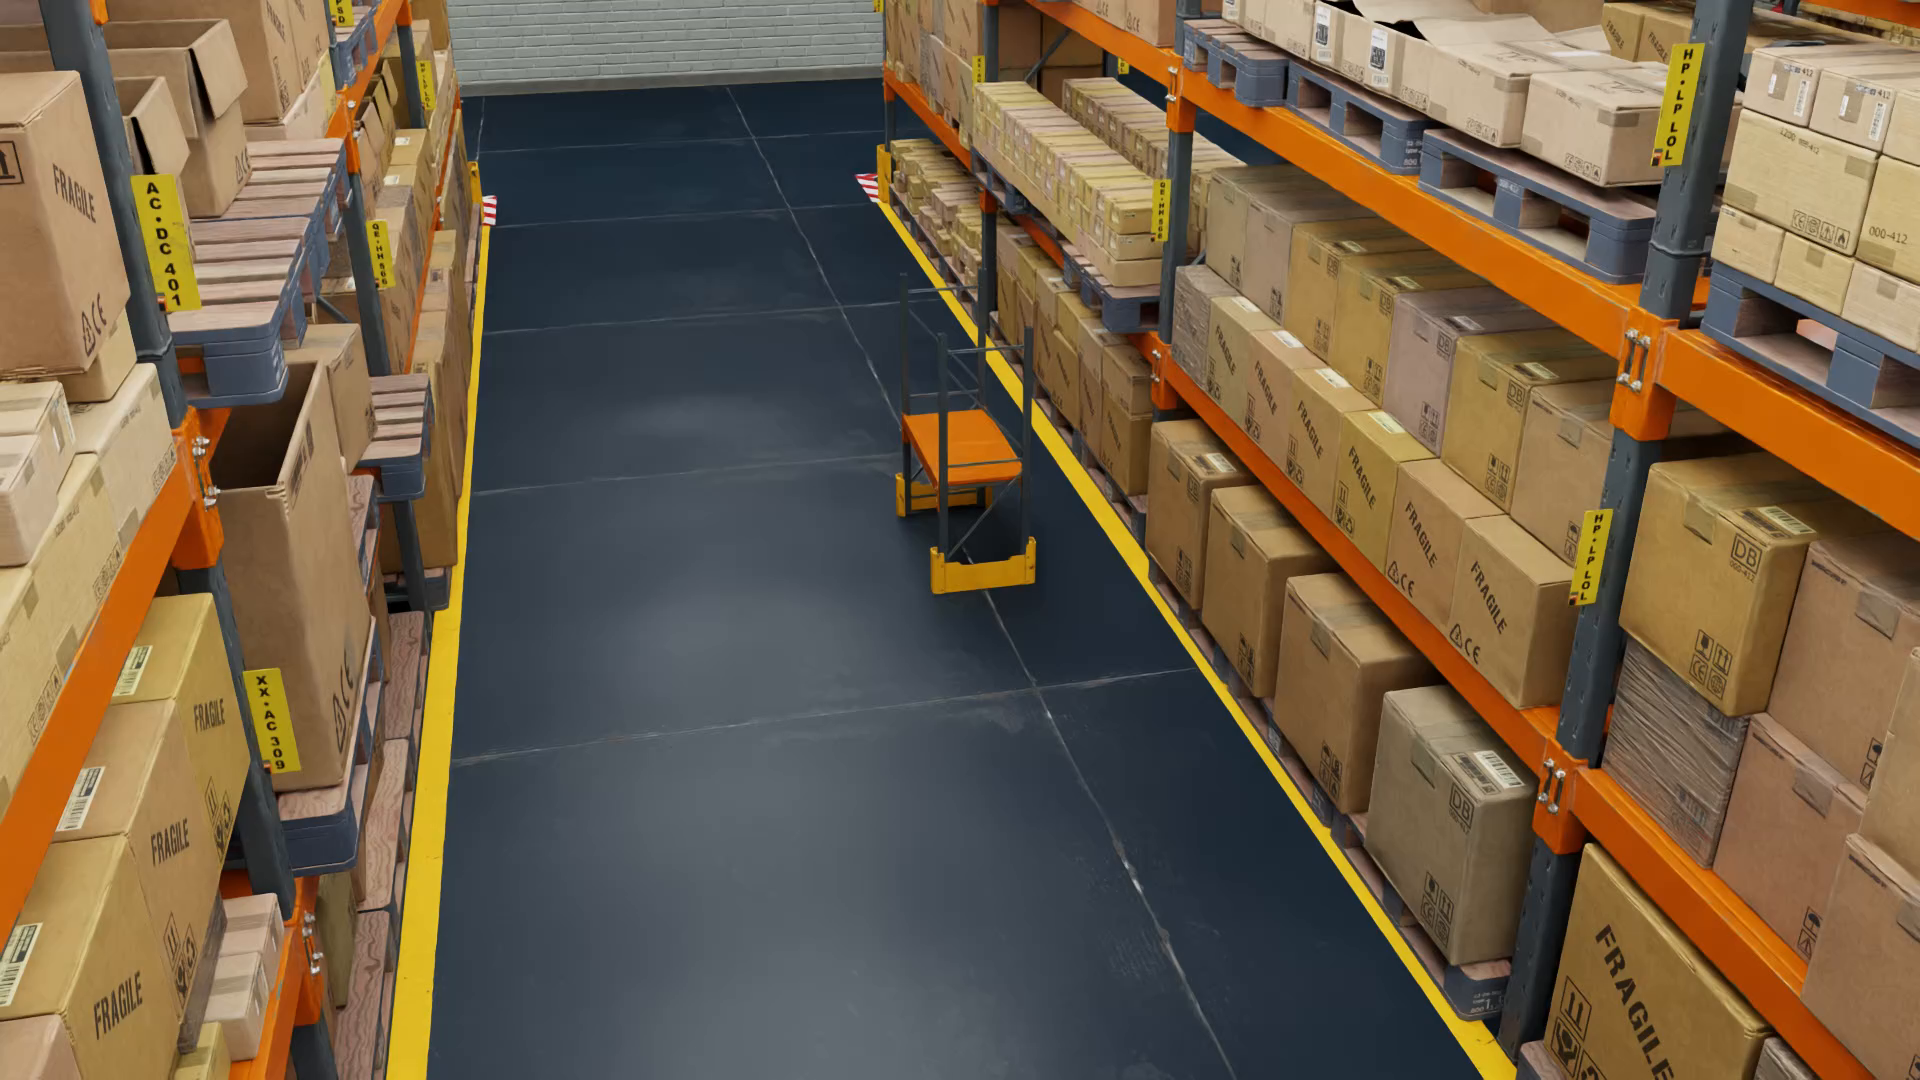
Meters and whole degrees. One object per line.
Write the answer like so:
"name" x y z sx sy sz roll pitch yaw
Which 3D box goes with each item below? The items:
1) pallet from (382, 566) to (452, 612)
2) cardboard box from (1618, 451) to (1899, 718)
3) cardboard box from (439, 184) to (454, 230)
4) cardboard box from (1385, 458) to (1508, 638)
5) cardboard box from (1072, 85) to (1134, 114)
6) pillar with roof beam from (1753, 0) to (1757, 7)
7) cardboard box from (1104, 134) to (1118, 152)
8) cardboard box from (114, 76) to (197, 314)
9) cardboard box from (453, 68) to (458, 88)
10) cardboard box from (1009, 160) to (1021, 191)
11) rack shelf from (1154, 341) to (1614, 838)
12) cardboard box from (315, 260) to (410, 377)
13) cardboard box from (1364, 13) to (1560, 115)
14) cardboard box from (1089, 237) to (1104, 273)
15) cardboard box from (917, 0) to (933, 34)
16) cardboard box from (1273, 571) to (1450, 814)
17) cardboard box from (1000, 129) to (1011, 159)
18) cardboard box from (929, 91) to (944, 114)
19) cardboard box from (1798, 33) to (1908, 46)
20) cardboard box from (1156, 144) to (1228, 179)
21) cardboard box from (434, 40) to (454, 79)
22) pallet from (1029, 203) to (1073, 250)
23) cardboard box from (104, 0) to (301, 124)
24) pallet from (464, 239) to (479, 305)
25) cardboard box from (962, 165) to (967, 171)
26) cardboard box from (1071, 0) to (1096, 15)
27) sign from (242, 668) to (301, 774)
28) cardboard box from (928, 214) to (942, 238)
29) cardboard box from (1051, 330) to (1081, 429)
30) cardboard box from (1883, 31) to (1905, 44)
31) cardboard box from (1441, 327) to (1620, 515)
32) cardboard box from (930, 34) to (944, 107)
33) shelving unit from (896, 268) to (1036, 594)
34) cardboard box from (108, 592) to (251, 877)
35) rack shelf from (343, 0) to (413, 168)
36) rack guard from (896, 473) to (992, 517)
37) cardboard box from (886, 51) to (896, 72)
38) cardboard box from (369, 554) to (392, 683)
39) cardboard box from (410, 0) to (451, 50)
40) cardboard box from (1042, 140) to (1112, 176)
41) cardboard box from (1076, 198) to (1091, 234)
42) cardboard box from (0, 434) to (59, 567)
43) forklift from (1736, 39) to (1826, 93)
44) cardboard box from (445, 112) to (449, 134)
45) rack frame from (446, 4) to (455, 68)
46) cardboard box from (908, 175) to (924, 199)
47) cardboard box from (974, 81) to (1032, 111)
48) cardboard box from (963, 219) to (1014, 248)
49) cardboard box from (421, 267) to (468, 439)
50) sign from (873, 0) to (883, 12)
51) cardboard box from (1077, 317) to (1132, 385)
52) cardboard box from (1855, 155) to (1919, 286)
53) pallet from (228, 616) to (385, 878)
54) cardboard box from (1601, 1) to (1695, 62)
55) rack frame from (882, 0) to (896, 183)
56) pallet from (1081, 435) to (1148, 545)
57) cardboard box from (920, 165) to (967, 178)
"pallet" -3.392 0.071 9.375 1.003 0.211 1.213 -6 27 -12
"cardboard box" 2.518 0.093 4.872 0.875 0.550 0.550 -6 27 -12
"cardboard box" -4.260 -2.113 12.499 0.875 0.875 0.875 -6 27 -12
"cardboard box" 1.977 0.008 6.294 0.500 0.500 0.500 -6 27 -12
"cardboard box" 1.008 -3.102 11.719 0.380 0.149 0.250 -7 28 -13
"pillar with roof beam" 5.476 -9.360 18.308 9.100 9.000 0.400 -6 27 -12
"cardboard box" 1.185 -2.630 11.115 0.380 0.149 0.250 -7 28 -14
"cardboard box" -2.396 -0.853 4.202 0.797 0.503 0.637 -7 28 -14
"cardboard box" -4.690 -4.097 14.817 0.380 0.149 0.250 -5 27 -11
"cardboard box" 0.541 -2.438 11.064 0.380 0.149 0.250 -7 28 -14
"rack shelf" 2.018 -0.080 7.378 1.077 0.370 4.000 -6 27 -12
"cardboard box" -3.132 -1.106 8.501 0.500 0.500 0.500 -5 27 -10
"cardboard box" 1.859 -1.802 6.184 0.500 0.311 0.500 -7 28 -13
"cardboard box" 0.954 -1.634 9.471 0.380 0.149 0.250 -6 27 -12
"cardboard box" -0.059 -4.516 13.818 0.500 0.500 0.500 -7 28 -13
"cardboard box" 2.028 0.606 7.250 1.050 0.750 0.750 -6 27 -12
"cardboard box" 0.485 -2.683 11.219 0.380 0.149 0.250 -7 28 -14
"cardboard box" -0.049 -3.704 14.038 0.380 0.149 0.250 -5 27 -11
"cardboard box" 6.161 -3.226 11.592 0.500 0.500 0.500 -6 27 -11
"cardboard box" 1.416 -2.304 10.137 0.380 0.149 0.250 -5 27 -9
"cardboard box" -4.723 -4.212 14.602 0.500 0.250 0.500 -6 27 -12
"pallet" 1.081 -2.059 10.712 1.003 0.211 1.213 -6 27 -12
"cardboard box" -2.714 -1.800 5.992 0.500 0.500 0.500 -5 27 -11
"pallet" -4.563 -2.210 13.893 1.003 0.211 1.213 -6 27 -12
"cardboard box" 0.168 -3.516 15.755 0.380 0.149 0.250 -7 28 -13
"cardboard box" 0.957 -3.326 9.571 0.500 0.500 0.500 -6 27 -12
"sign" -1.859 0.491 4.487 0.100 0.325 0.005 -6 27 -12
"cardboard box" -0.068 -2.766 14.599 0.380 0.149 0.250 -6 27 -12
"cardboard box" 0.916 -1.072 10.853 0.500 0.500 0.500 -7 28 -14
"cardboard box" 9.448 -4.989 16.584 0.380 0.149 0.250 -7 28 -13
"cardboard box" 2.233 -0.457 6.106 0.700 0.500 0.500 -6 27 -12
"cardboard box" 0.055 -3.843 13.594 0.500 0.500 0.500 -6 27 -12
"shelving unit" 0.017 -0.636 9.346 0.587 1.500 1.083 -6 27 -12
"cardboard box" -2.017 0.482 3.916 0.500 0.500 0.500 -6 27 -12
"rack shelf" -3.739 -2.716 9.271 1.077 0.370 4.000 -6 27 -12
"rack guard" -0.095 -0.297 10.061 0.587 0.250 0.087 -6 27 -12
"cardboard box" -0.482 -4.504 15.623 0.380 0.149 0.250 -6 27 -12
"cardboard box" -3.117 0.392 7.931 0.700 0.500 0.500 -7 28 -14
"cardboard box" -4.725 -4.545 14.431 0.500 0.500 0.500 -6 27 -11
"cardboard box" 0.721 -2.357 10.243 0.380 0.149 0.250 -5 27 -9
"cardboard box" 0.889 -1.890 9.649 0.380 0.149 0.250 -5 27 -10
"cardboard box" -1.832 -0.054 2.924 0.380 0.149 0.250 -7 28 -13
"forklift" 4.401 -0.902 8.284 3.031 2.935 1.130 5 27 10
"cardboard box" -4.285 -3.312 13.261 0.380 0.149 0.250 -7 28 -13
"rack frame" -5.091 -4.332 15.004 1.000 3.000 0.127 -6 27 -12
"cardboard box" -0.267 -3.235 15.198 0.380 0.149 0.250 -5 27 -10
"cardboard box" 0.307 -3.157 11.827 0.380 0.149 0.250 -5 27 -9
"cardboard box" 0.236 -2.454 13.320 0.380 0.149 0.250 -6 27 -11
"cardboard box" -3.823 -1.144 10.579 1.225 0.875 0.875 -7 28 -13
"sign" -0.764 -5.123 15.609 0.100 0.325 0.005 -6 27 -12
"cardboard box" 1.033 -1.180 10.234 0.500 0.250 0.500 -6 27 -11
"cardboard box" 2.421 -0.696 3.730 0.500 0.250 0.500 -6 27 -12
"pallet" -2.417 0.671 5.304 1.003 0.211 1.213 -6 27 -12
"cardboard box" 5.285 -3.851 12.830 0.500 0.500 0.500 -6 27 -11
"rack frame" -0.236 -4.791 15.914 1.000 3.000 0.127 -6 27 -12
"pallet" 1.393 -0.378 10.264 1.003 0.211 1.213 -6 27 -12
"cardboard box" -0.147 -3.252 14.901 0.380 0.149 0.250 -5 27 -10
